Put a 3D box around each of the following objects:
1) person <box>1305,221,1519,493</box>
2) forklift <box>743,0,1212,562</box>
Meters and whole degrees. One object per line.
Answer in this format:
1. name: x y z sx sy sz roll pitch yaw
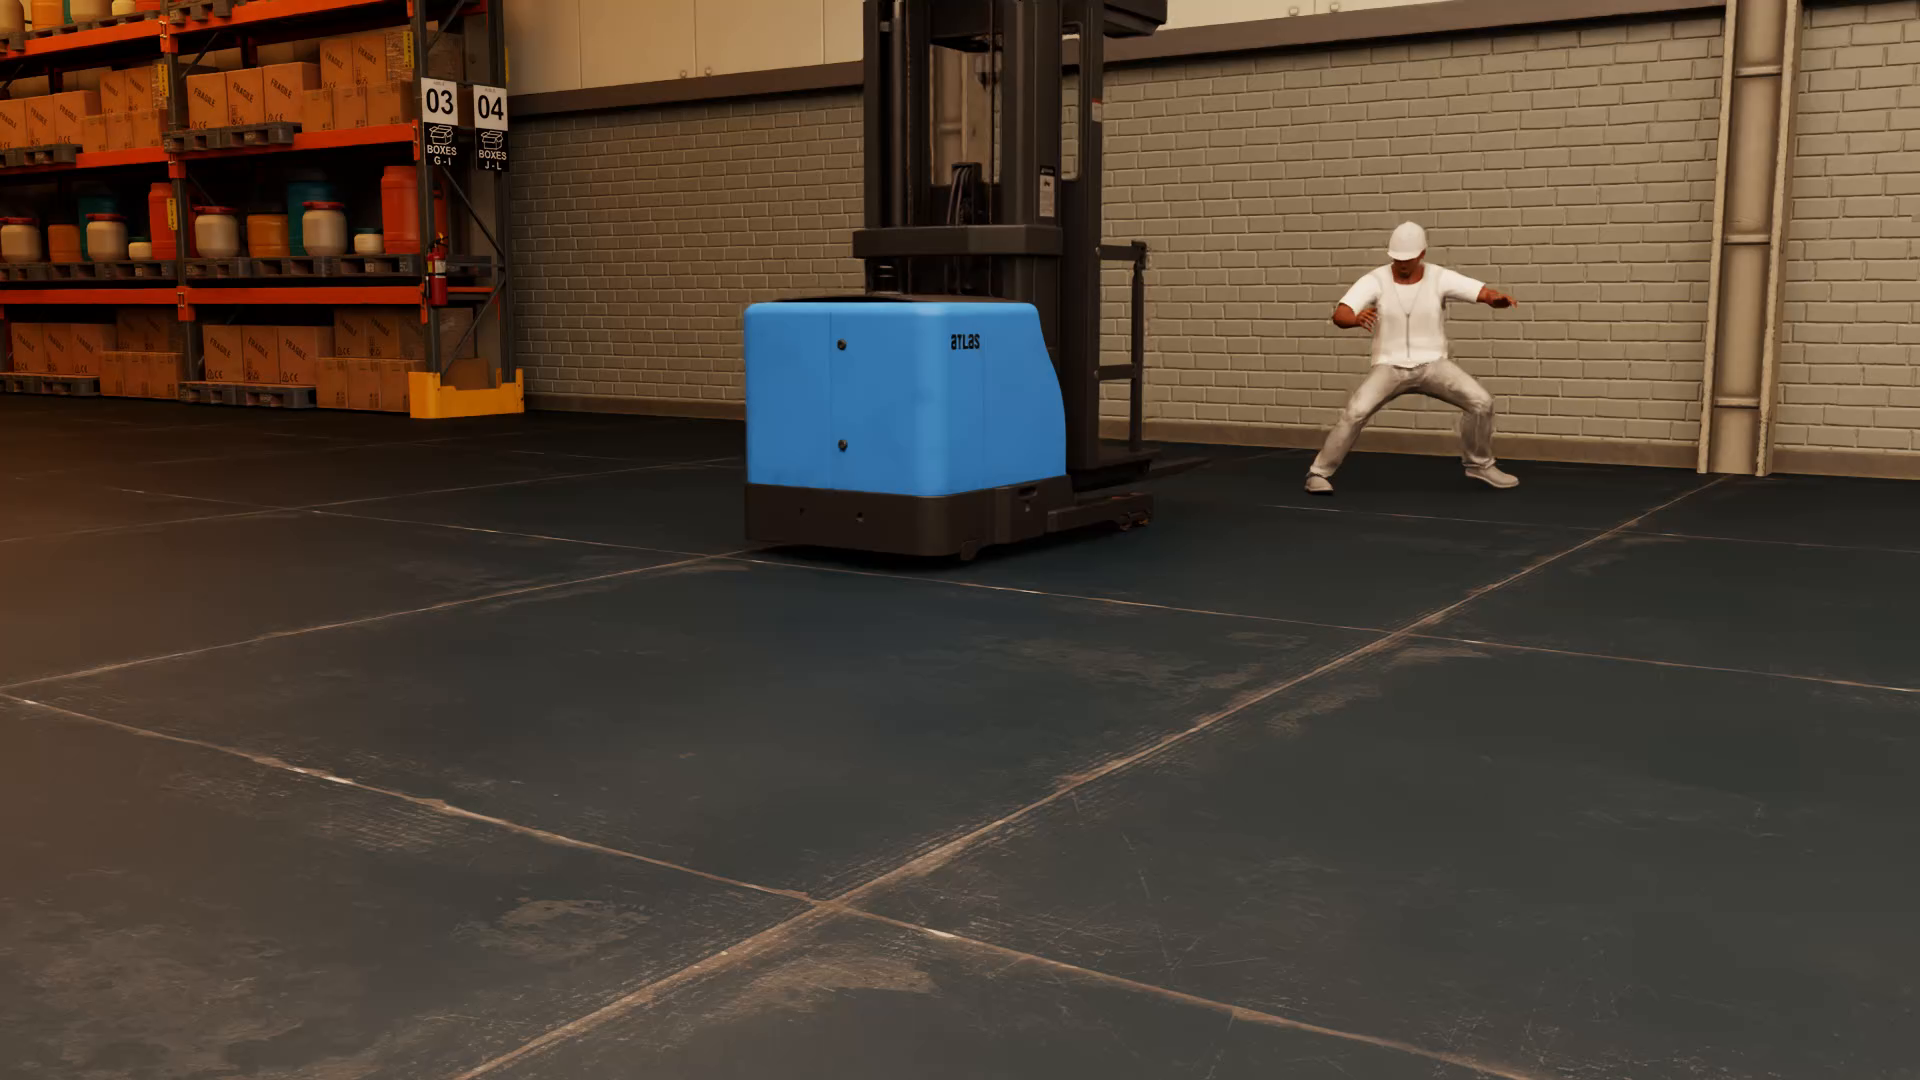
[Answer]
1. person: 2.580 -1.027 9.403 1.181 1.532 0.710 2 8 15
2. forklift: 0.291 -1.527 7.932 1.130 2.935 3.031 5 10 33
